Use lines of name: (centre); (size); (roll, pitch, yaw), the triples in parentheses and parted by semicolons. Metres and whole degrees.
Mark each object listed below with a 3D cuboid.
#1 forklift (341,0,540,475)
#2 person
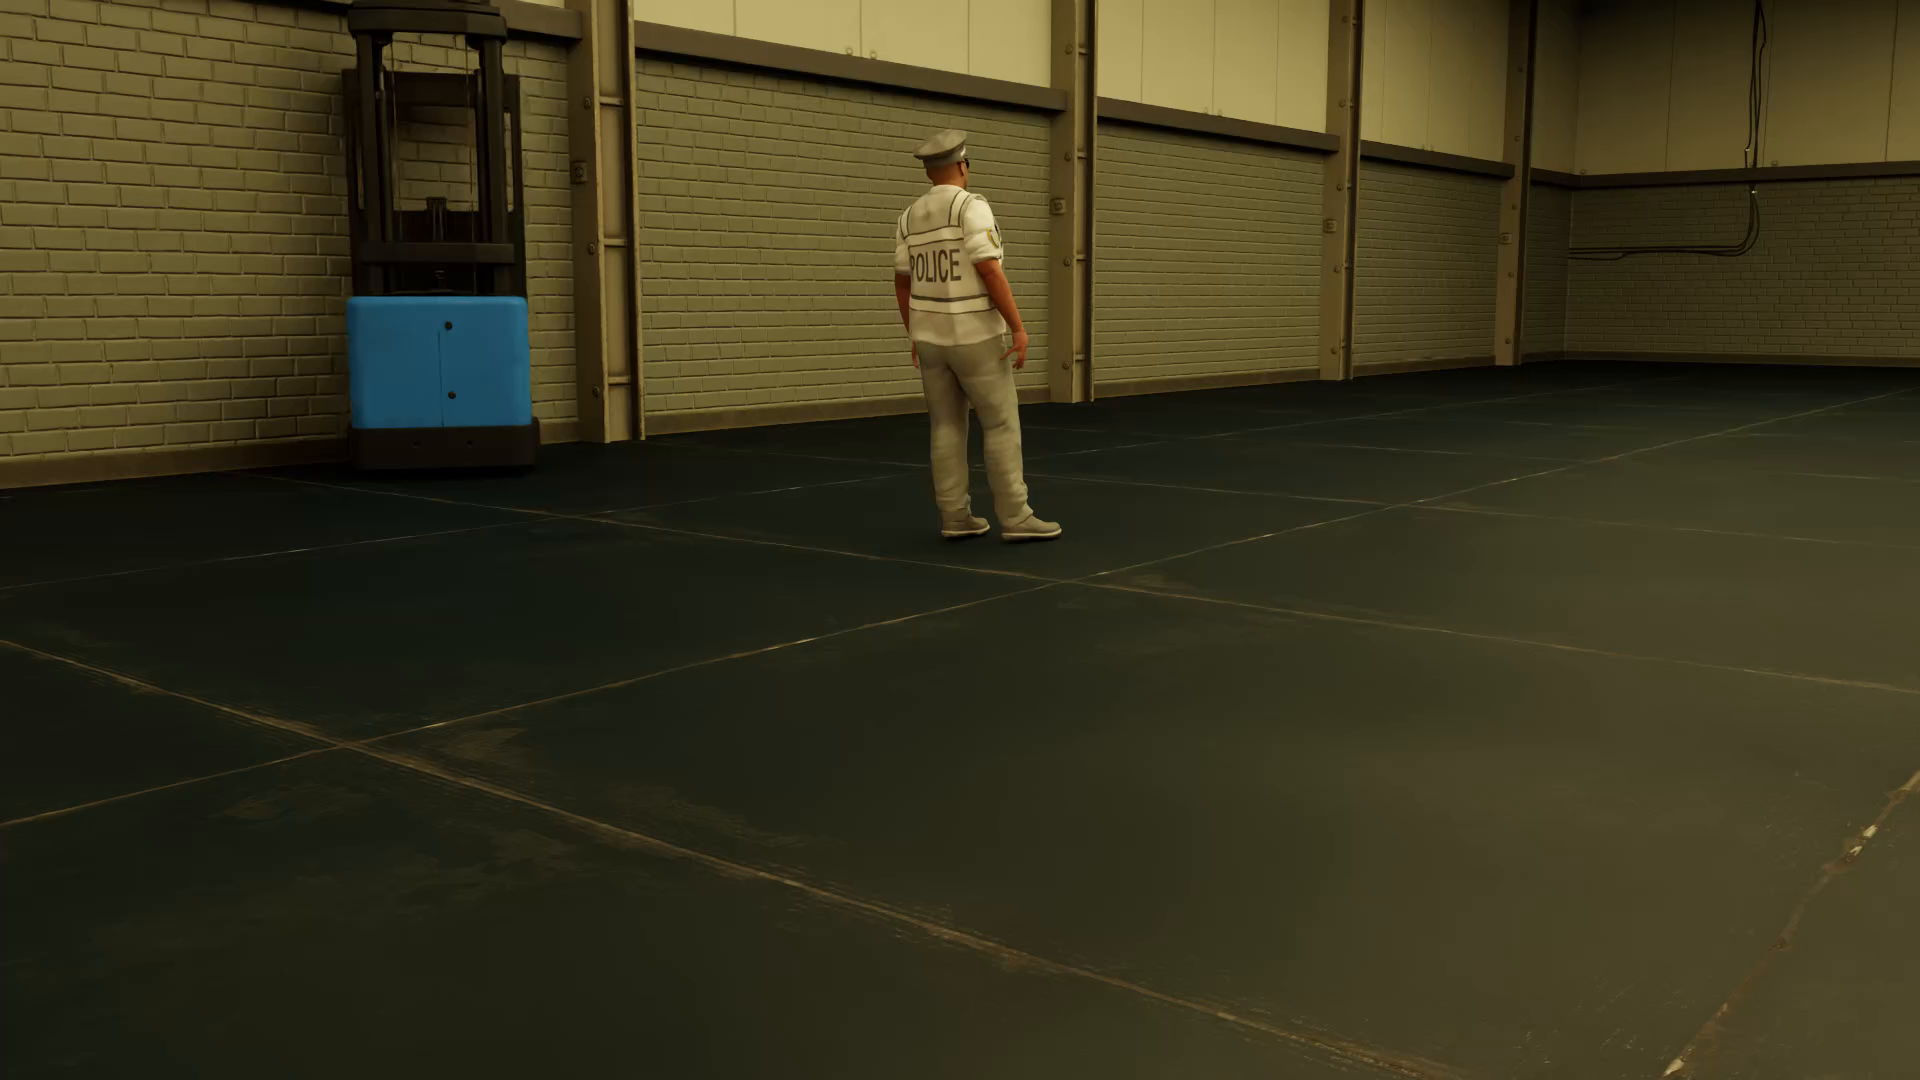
forklift: (-3.462, -2.016, 11.056); (1.130, 2.935, 3.031); (-2, 9, -16)
person: (0.058, -0.896, 7.327); (0.640, 1.781, 0.575); (7, 11, 38)
